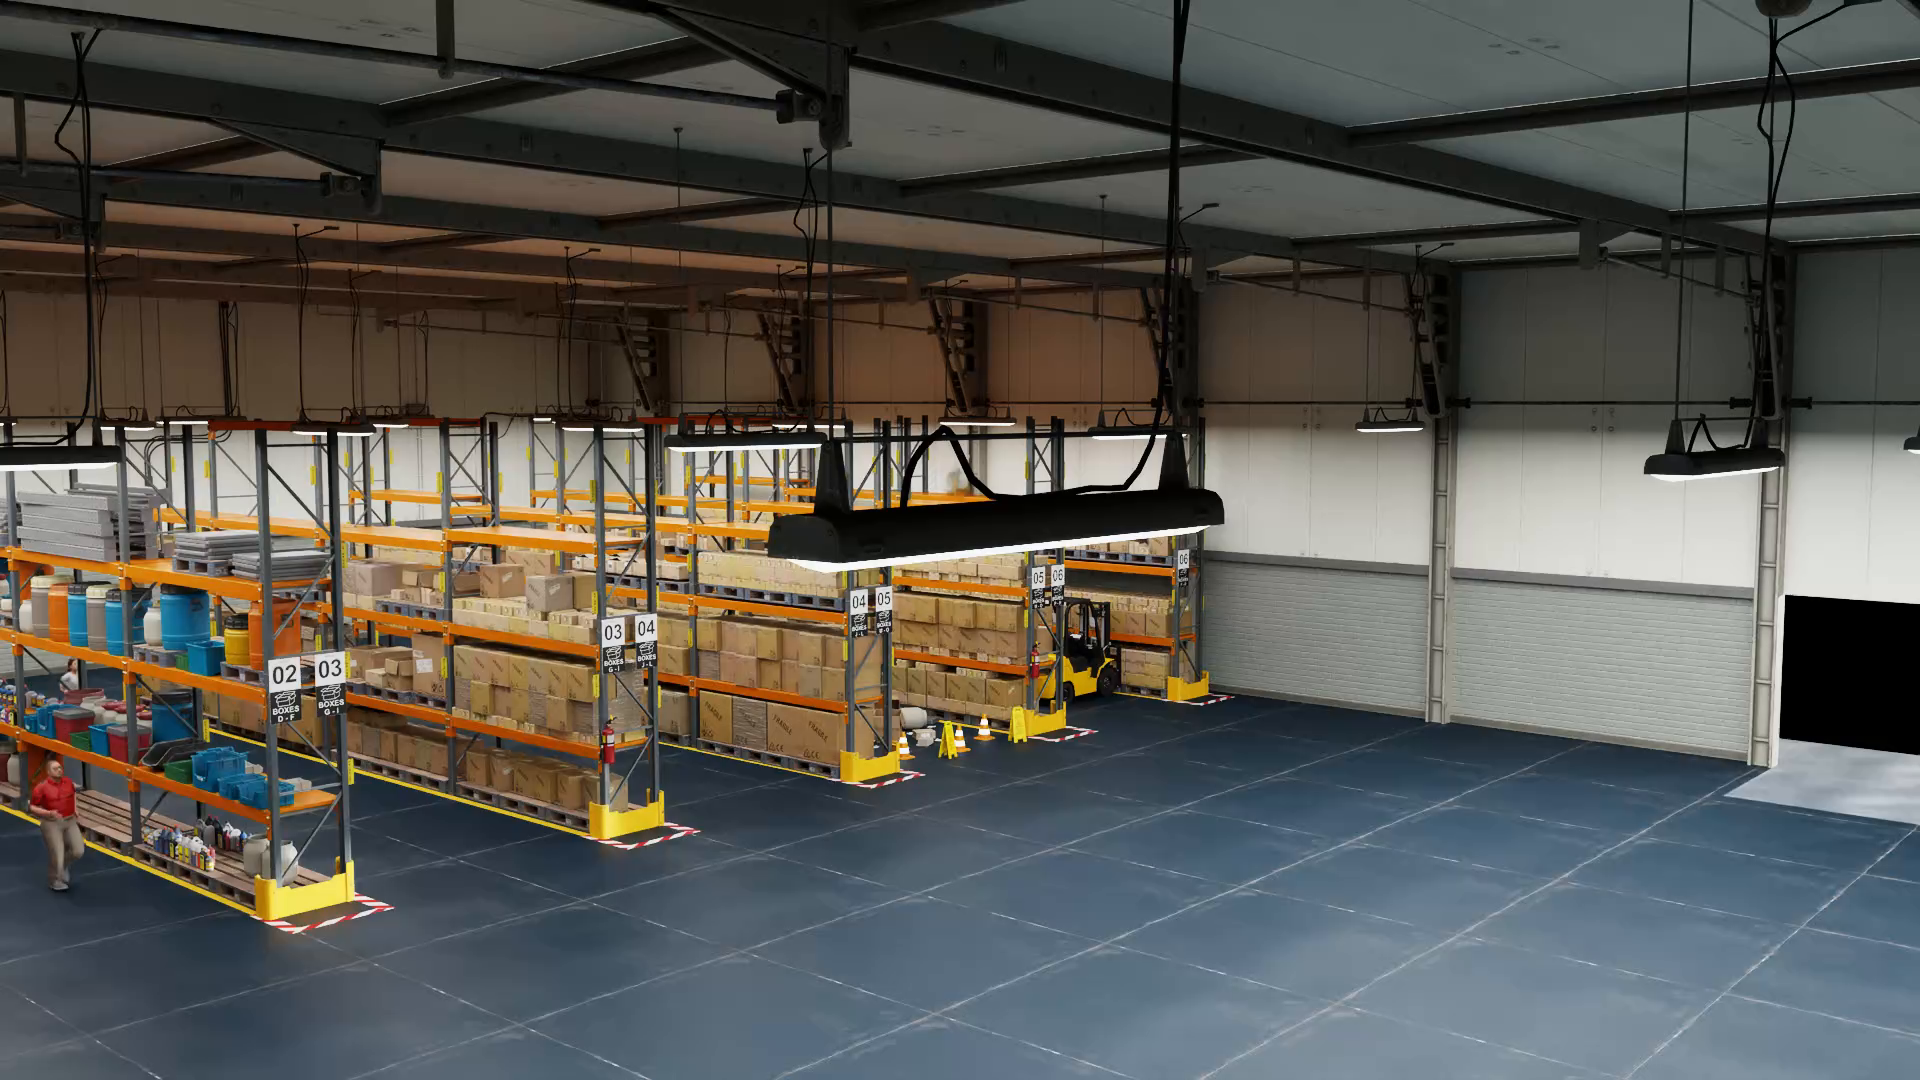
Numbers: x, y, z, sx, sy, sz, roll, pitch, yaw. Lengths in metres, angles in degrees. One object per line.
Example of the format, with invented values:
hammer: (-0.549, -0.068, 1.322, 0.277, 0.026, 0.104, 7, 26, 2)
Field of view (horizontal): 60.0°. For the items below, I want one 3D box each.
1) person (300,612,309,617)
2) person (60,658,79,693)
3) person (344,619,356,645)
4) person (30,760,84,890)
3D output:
person: (-14.689, 2.427, 37.132, 0.674, 1.667, 0.619, -1, 5, -9)
person: (-16.199, 2.972, 30.492, 0.586, 1.631, 0.556, 3, 6, 31)
person: (-13.318, 2.529, 36.053, 0.548, 1.628, 0.577, 3, 6, 36)
person: (-11.644, 3.694, 21.545, 0.606, 1.679, 0.653, 3, 6, 32)
